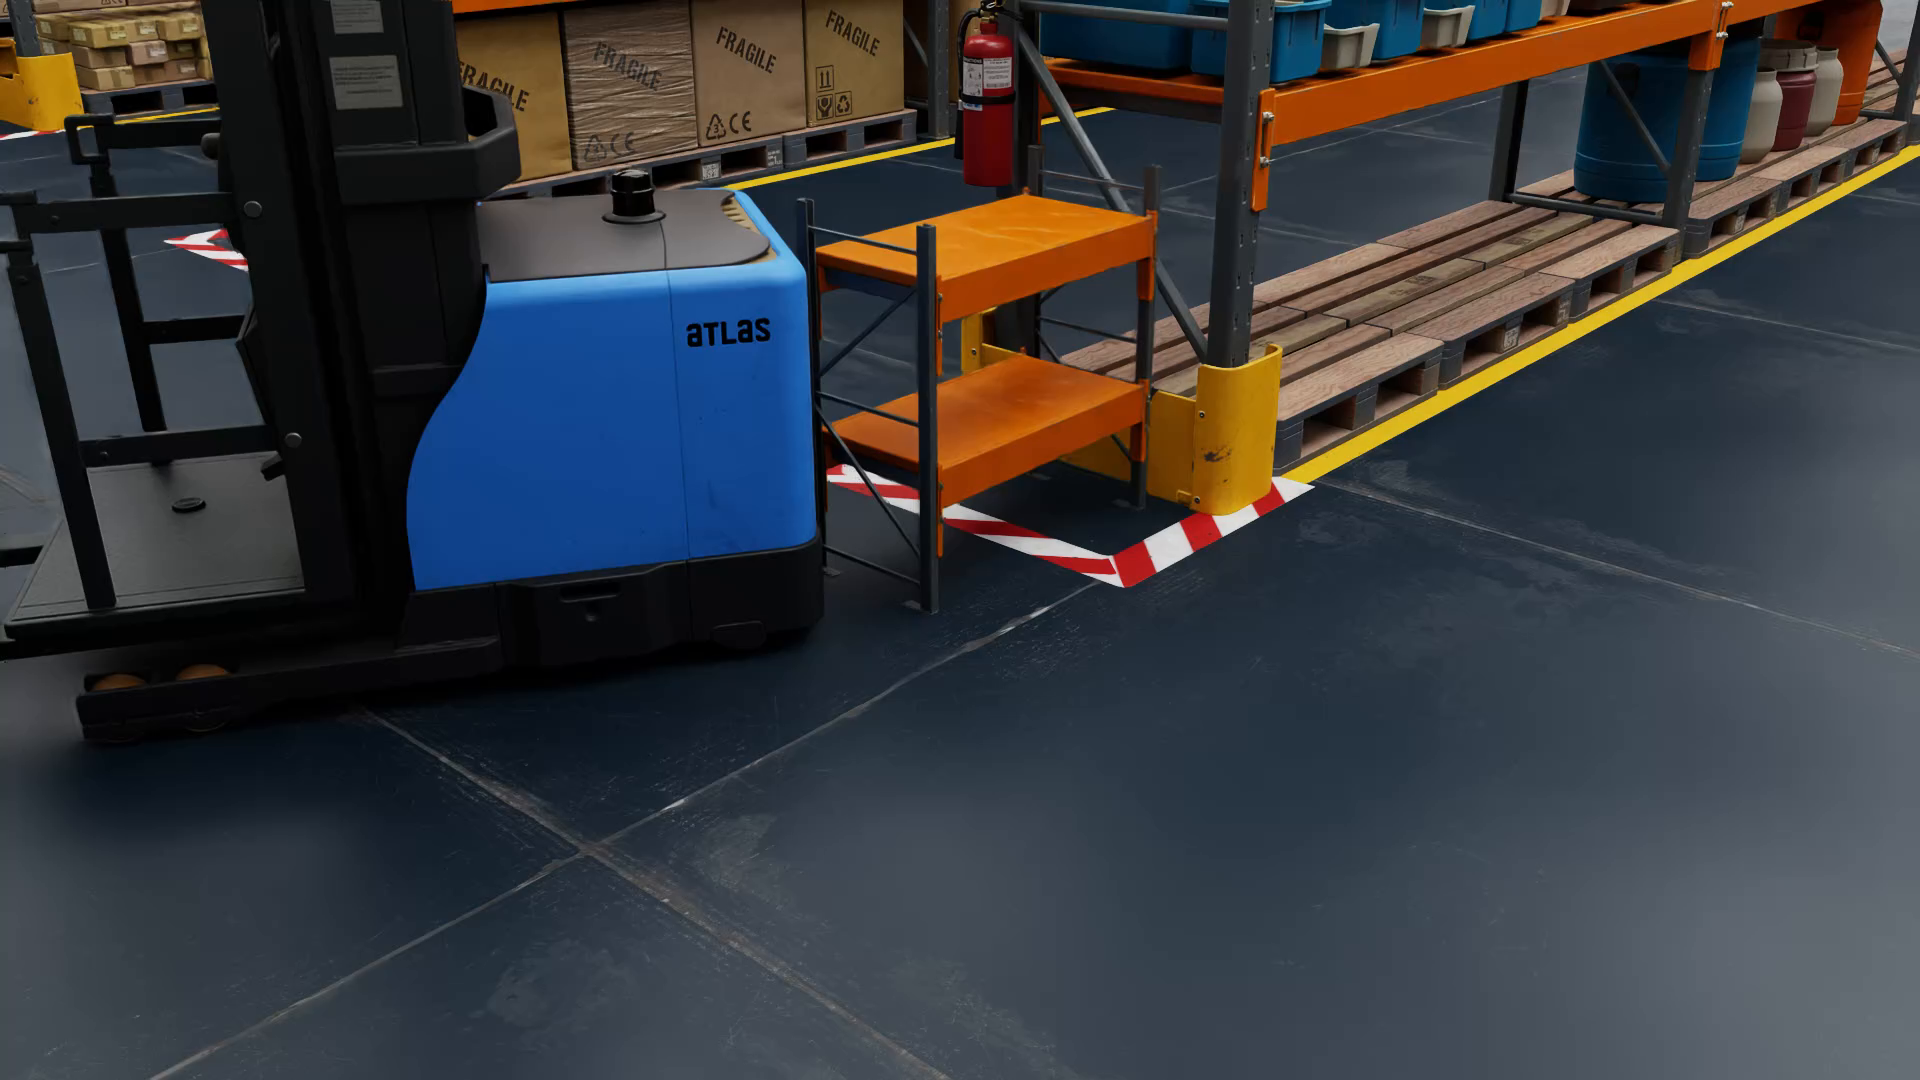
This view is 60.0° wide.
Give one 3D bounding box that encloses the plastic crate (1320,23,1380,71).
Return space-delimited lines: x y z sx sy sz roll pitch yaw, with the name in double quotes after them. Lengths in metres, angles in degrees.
1.220 -1.626 5.460 0.250 0.136 0.298 20 31 38 "plastic crate"

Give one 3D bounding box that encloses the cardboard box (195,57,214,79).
-5.665 -3.587 12.555 0.380 0.149 0.250 21 31 38 "cardboard box"

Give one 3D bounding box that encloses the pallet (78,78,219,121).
-6.161 -3.385 12.541 1.003 0.211 1.213 20 31 38 "pallet"

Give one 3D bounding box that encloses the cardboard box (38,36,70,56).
-6.640 -3.662 12.358 0.380 0.149 0.250 19 30 36 "cardboard box"

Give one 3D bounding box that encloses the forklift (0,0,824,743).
-1.953 -1.074 4.063 3.031 2.935 1.130 -7 25 -15 "forklift"

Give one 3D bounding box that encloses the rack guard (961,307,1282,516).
0.528 -0.507 5.770 1.175 0.500 0.348 20 31 38 "rack guard"

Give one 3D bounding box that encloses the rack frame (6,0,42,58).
-6.780 -4.396 11.389 1.000 3.000 0.127 20 31 38 "rack frame"

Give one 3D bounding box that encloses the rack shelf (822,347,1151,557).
0.077 -0.300 5.141 0.538 0.278 1.000 20 31 37 "rack shelf"

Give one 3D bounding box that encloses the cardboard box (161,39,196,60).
-5.917 -3.679 12.397 0.380 0.149 0.250 21 31 38 "cardboard box"

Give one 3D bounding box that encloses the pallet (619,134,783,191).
-1.864 -2.374 10.286 1.003 0.211 1.213 20 31 38 "pallet"

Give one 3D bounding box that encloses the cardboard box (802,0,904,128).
-0.984 -3.273 10.967 0.875 0.875 0.875 20 31 38 "cardboard box"

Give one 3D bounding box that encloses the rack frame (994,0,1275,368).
0.535 -1.659 5.283 1.000 3.000 0.127 20 31 38 "rack frame"

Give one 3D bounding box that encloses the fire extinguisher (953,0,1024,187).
0.095 -1.531 5.549 0.296 0.674 0.183 20 31 38 "fire extinguisher"

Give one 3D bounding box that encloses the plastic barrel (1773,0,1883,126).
5.560 -3.144 10.735 0.600 0.830 0.708 20 31 38 "plastic barrel"

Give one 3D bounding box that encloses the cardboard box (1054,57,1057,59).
0.524 -3.925 12.421 1.225 0.875 0.875 19 30 36 "cardboard box"

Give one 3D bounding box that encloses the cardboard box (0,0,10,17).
-9.563 -5.249 15.909 0.875 0.438 0.875 21 32 39 "cardboard box"

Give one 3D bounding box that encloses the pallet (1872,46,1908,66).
8.048 -3.793 13.451 1.003 0.211 1.213 20 31 38 "pallet"

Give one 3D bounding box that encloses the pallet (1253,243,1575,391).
1.928 -0.997 7.216 1.003 0.211 1.213 20 31 38 "pallet"

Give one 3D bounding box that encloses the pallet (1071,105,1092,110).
0.789 -3.587 12.991 1.003 0.211 1.213 20 31 38 "pallet"

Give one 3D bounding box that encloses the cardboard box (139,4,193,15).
-6.107 -4.025 12.805 0.380 0.149 0.250 19 30 36 "cardboard box"

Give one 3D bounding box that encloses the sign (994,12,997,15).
0.114 -1.878 5.574 0.100 0.325 0.005 20 31 38 "sign"

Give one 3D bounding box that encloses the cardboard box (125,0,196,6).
-8.363 -5.796 17.130 0.875 0.438 0.875 20 31 37 "cardboard box"

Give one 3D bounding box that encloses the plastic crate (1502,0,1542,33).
2.024 -2.088 6.371 0.416 0.233 0.300 20 31 38 "plastic crate"

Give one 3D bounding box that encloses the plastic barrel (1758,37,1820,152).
4.806 -2.690 10.016 0.600 0.588 0.708 20 31 38 "plastic barrel"

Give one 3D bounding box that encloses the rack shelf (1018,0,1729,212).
1.869 -1.940 6.789 1.077 0.370 4.000 20 31 38 "rack shelf"

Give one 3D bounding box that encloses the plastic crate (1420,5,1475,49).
1.673 -1.833 5.921 0.250 0.136 0.298 20 31 38 "plastic crate"

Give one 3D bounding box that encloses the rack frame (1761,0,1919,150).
5.874 -4.096 10.719 1.000 3.000 0.127 20 31 38 "rack frame"

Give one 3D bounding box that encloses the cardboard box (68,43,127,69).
-6.239 -3.512 12.025 0.380 0.149 0.250 22 32 40 "cardboard box"

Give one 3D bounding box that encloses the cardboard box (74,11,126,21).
-6.405 -3.850 12.414 0.380 0.149 0.250 21 32 38 "cardboard box"

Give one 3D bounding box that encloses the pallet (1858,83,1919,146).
6.420 -3.049 11.793 1.003 0.211 1.213 20 31 38 "pallet"

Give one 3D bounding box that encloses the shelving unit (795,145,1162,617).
0.077 -0.523 5.041 0.538 1.125 1.048 20 31 37 "shelving unit"

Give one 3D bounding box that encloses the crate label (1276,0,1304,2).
1.316 -2.040 6.381 0.396 0.136 0.243 20 31 38 "crate label"

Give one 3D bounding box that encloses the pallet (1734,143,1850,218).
4.564 -2.202 9.903 1.003 0.211 1.213 20 31 38 "pallet"

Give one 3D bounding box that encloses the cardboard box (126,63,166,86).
-6.078 -3.461 12.275 0.380 0.149 0.250 20 31 37 "cardboard box"

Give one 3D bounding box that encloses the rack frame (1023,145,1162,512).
0.413 -0.679 5.389 0.500 1.125 0.032 20 31 37 "rack frame"

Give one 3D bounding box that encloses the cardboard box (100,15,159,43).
-6.083 -3.742 12.174 0.380 0.149 0.250 21 31 38 "cardboard box"

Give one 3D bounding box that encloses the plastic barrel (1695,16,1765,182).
4.053 -2.488 9.185 0.600 0.901 0.708 20 31 38 "plastic barrel"

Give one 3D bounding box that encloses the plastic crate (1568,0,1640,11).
2.657 -2.365 7.121 0.437 0.125 0.590 20 31 38 "plastic crate"

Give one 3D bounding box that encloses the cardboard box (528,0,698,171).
-2.179 -2.727 9.750 0.875 0.875 0.875 20 31 38 "cardboard box"

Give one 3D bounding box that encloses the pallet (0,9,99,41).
-9.244 -5.080 16.321 1.003 0.211 1.213 20 31 38 "pallet"

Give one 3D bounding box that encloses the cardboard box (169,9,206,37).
-5.716 -3.882 12.486 0.380 0.149 0.250 18 30 35 "cardboard box"
